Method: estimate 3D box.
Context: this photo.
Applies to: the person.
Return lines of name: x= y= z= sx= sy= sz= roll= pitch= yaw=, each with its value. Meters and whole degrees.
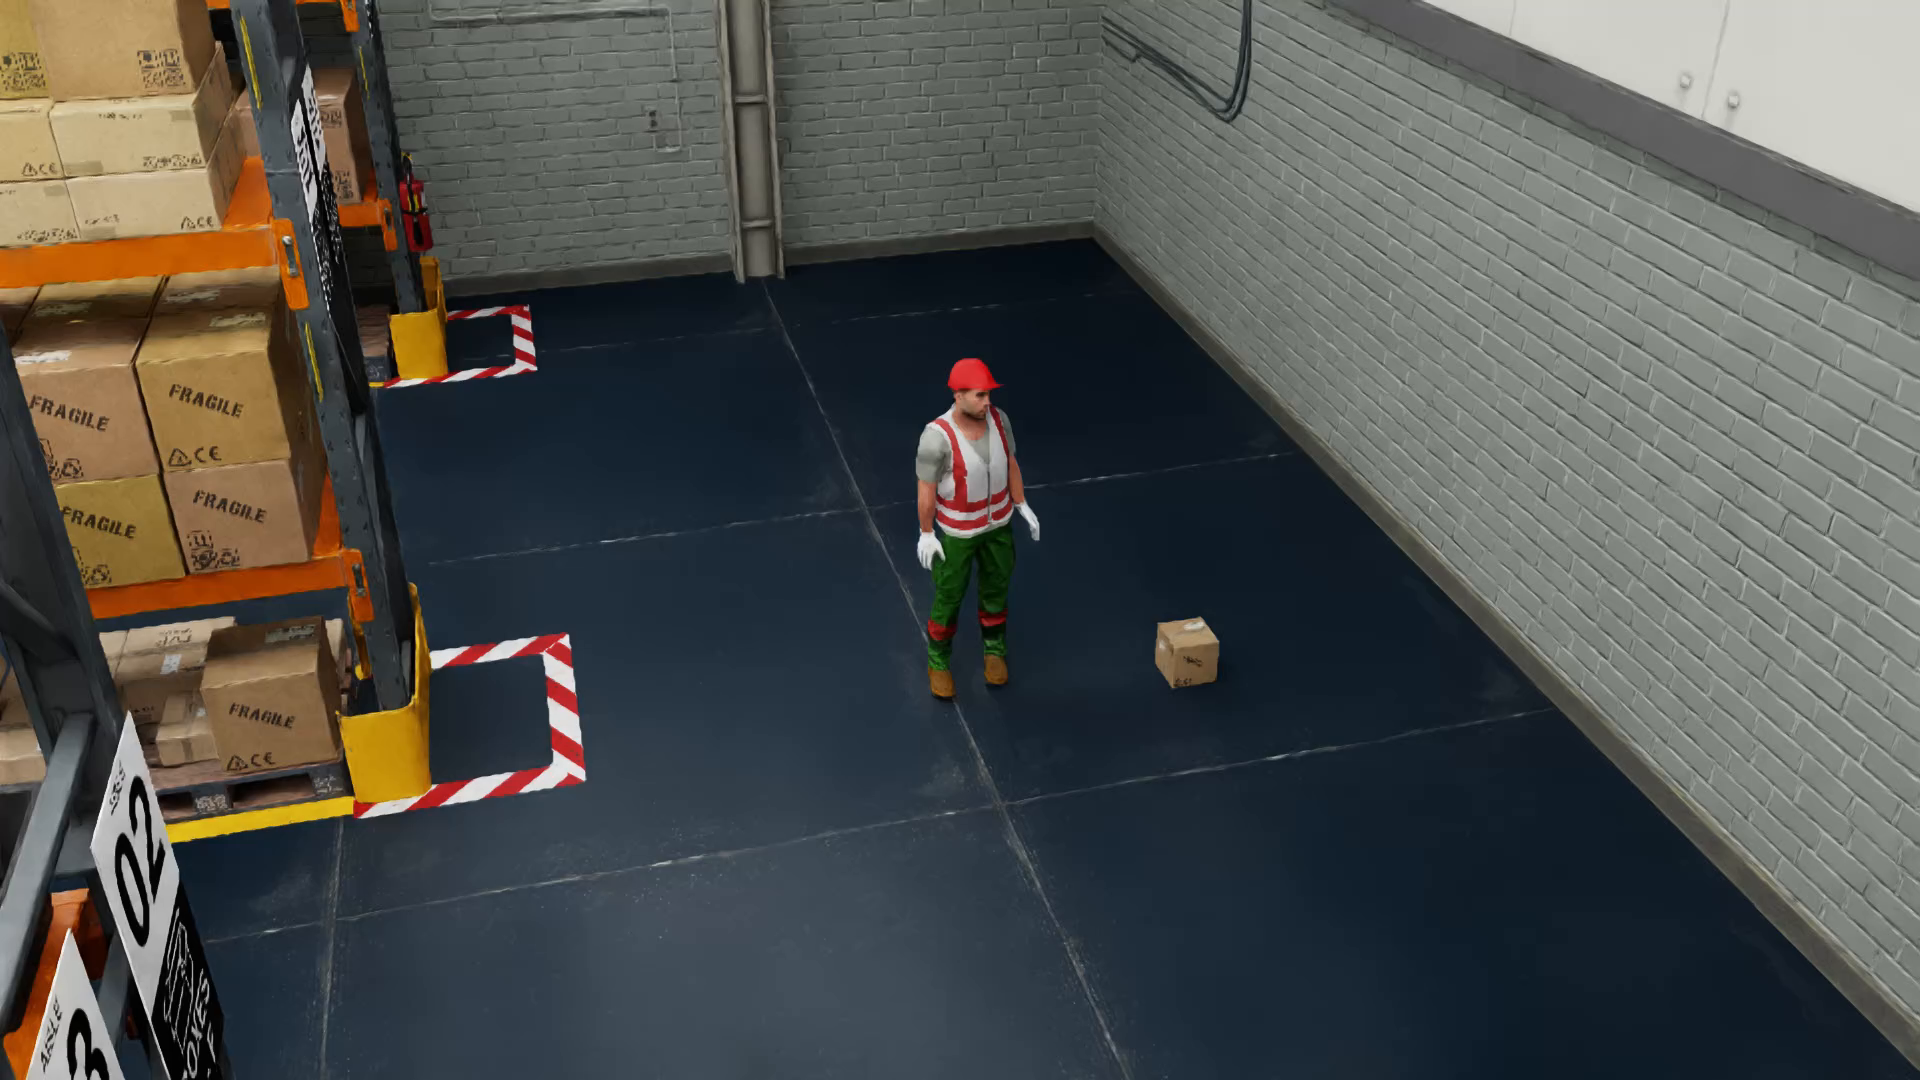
person: x=0.079 y=-0.071 z=8.291 sx=0.625 sy=1.795 sz=0.382 roll=-18 pitch=35 yaw=-28
